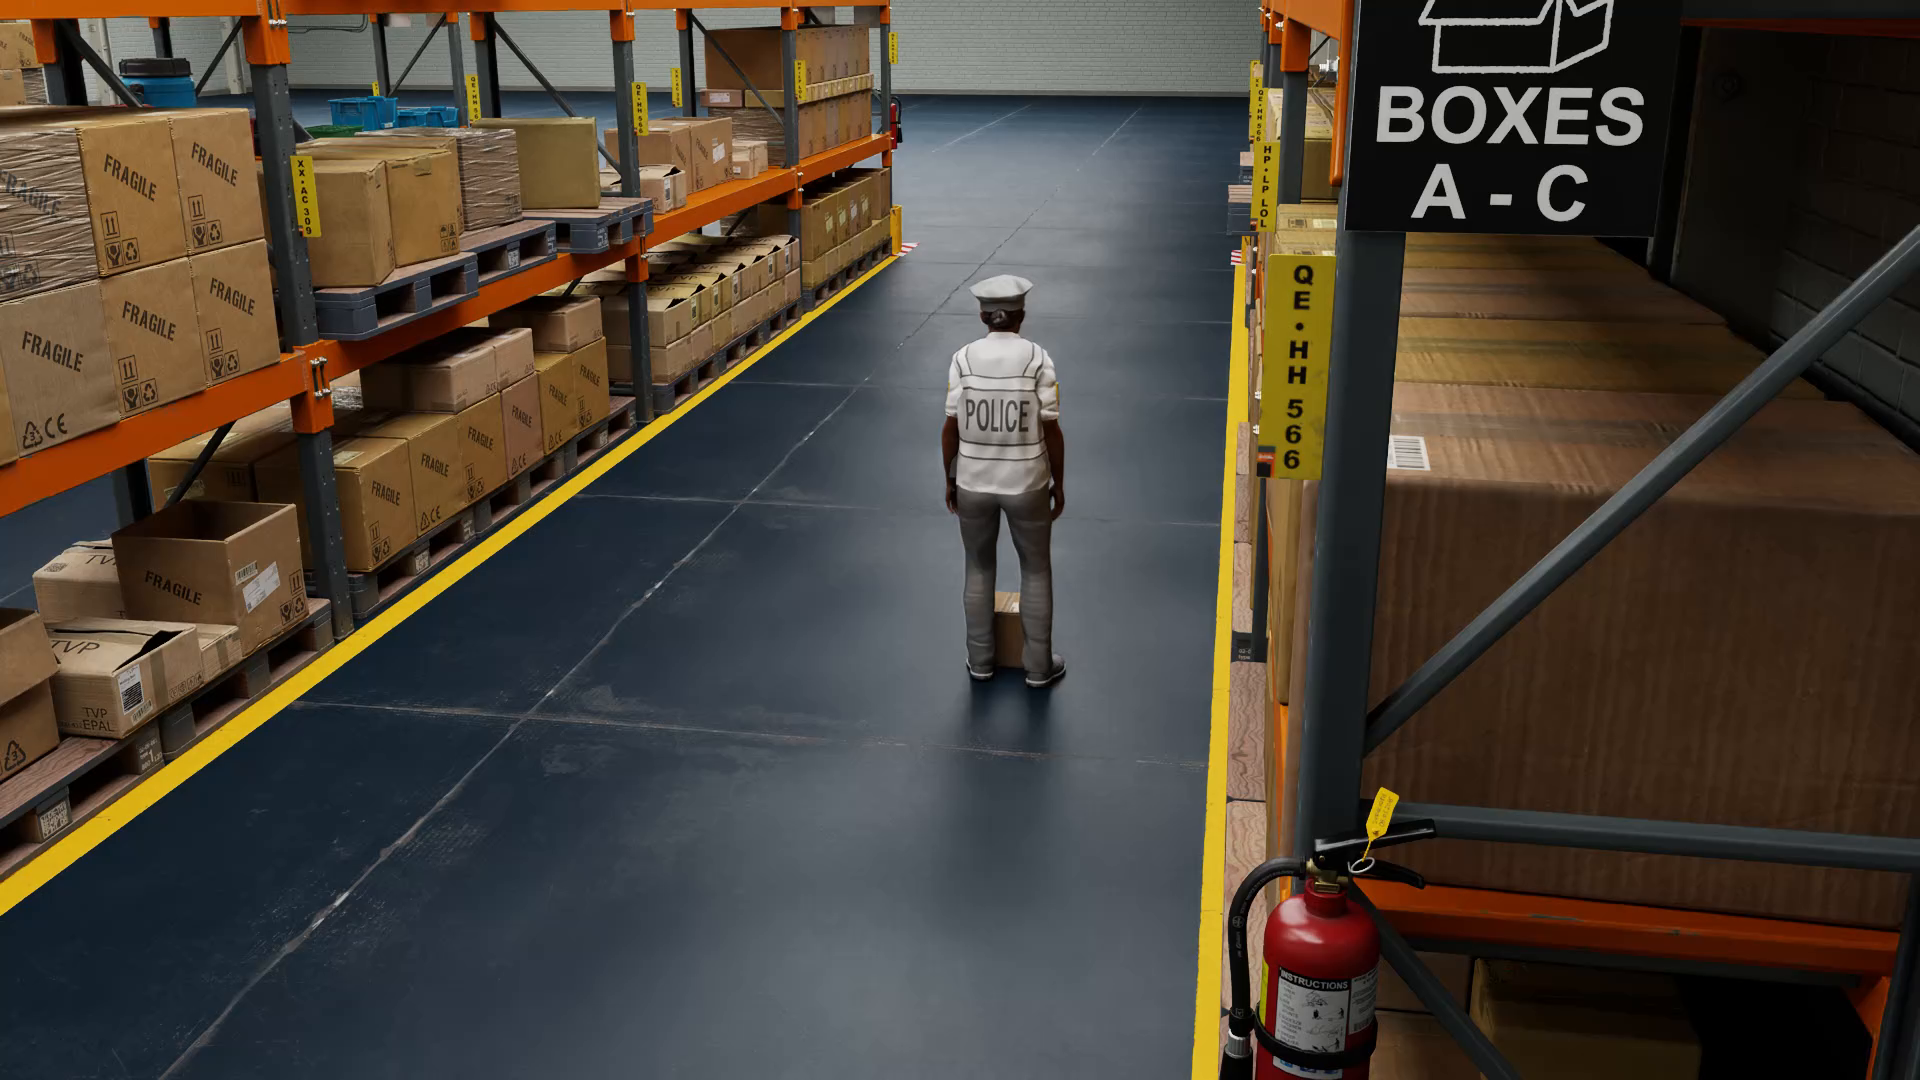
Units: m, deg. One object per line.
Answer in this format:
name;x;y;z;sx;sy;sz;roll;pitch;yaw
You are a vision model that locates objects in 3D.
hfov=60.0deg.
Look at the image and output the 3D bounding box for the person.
person;0.185;-0.215;6.722;0.504;1.657;0.423;3;18;8
